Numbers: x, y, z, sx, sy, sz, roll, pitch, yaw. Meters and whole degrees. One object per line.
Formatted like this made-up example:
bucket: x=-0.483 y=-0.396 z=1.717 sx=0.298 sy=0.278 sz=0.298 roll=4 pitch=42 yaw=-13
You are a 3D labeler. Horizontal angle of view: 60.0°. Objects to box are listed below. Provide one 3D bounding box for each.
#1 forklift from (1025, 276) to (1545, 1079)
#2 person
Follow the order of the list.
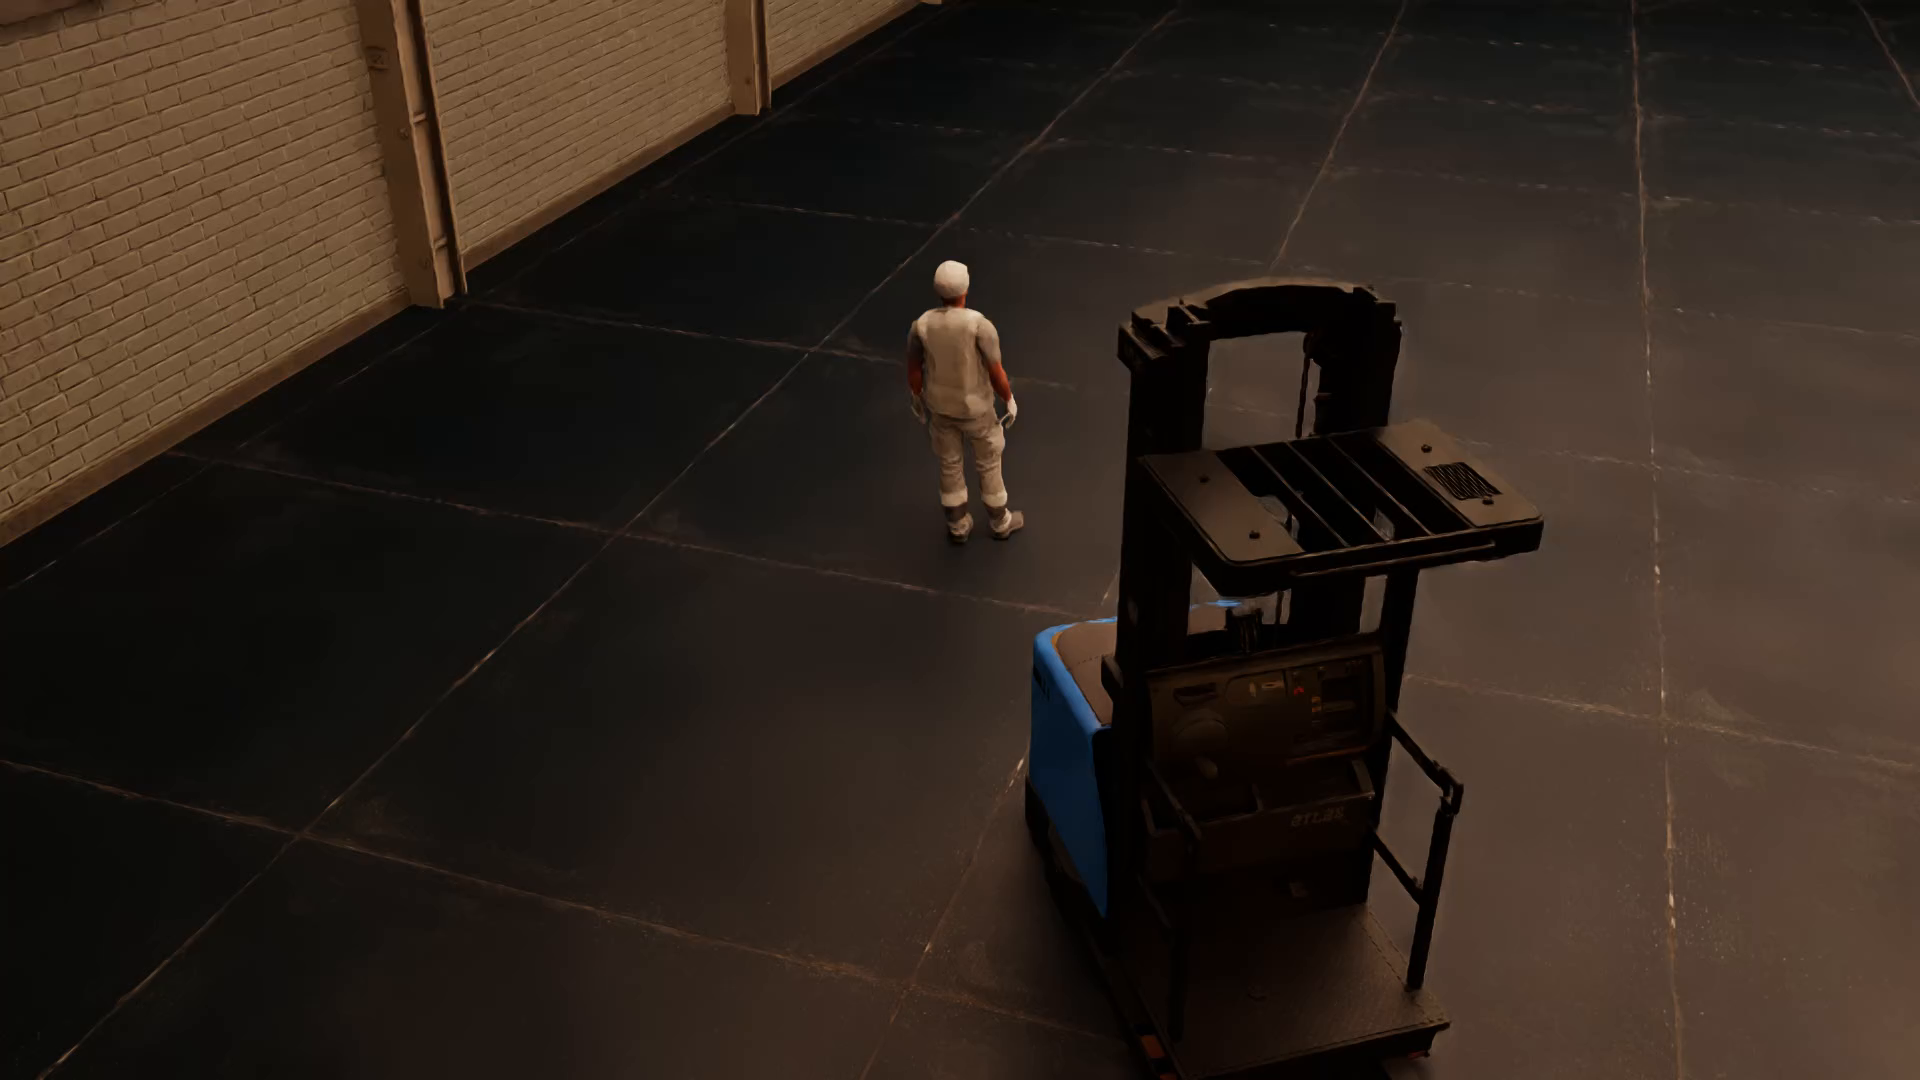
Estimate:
forklift: x=1.195 y=0.682 z=5.941 sx=1.130 sy=2.935 sz=3.031 roll=-8 pitch=31 yaw=-14
person: x=0.037 y=-0.819 z=9.713 sx=0.637 sy=1.787 sz=0.563 roll=10 pitch=31 yaw=16
